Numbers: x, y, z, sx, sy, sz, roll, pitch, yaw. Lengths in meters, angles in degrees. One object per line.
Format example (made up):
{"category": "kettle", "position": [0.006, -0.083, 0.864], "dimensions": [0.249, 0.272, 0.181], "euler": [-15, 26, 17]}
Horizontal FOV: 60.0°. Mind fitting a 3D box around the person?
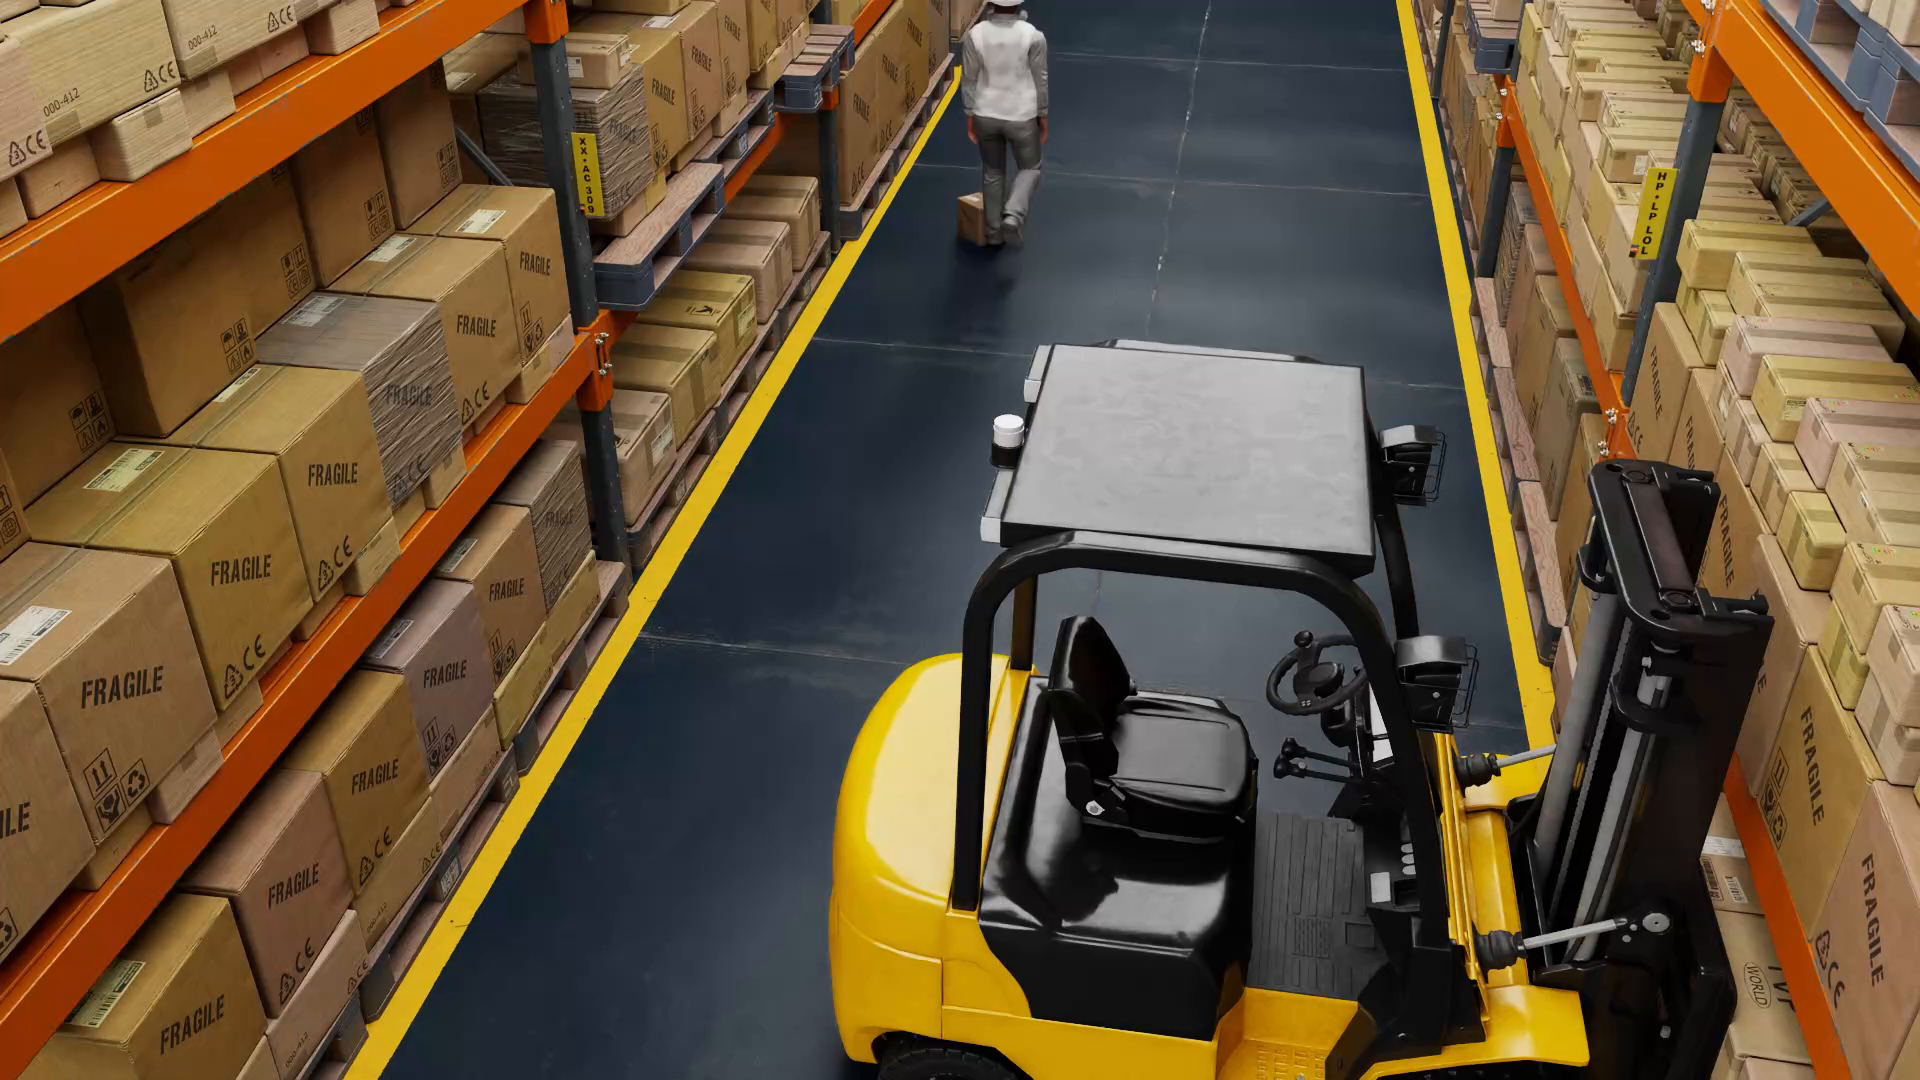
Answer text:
{"category": "person", "position": [0.277, -2.626, 10.254], "dimensions": [0.534, 1.753, 0.641], "euler": [7, 33, 11]}
